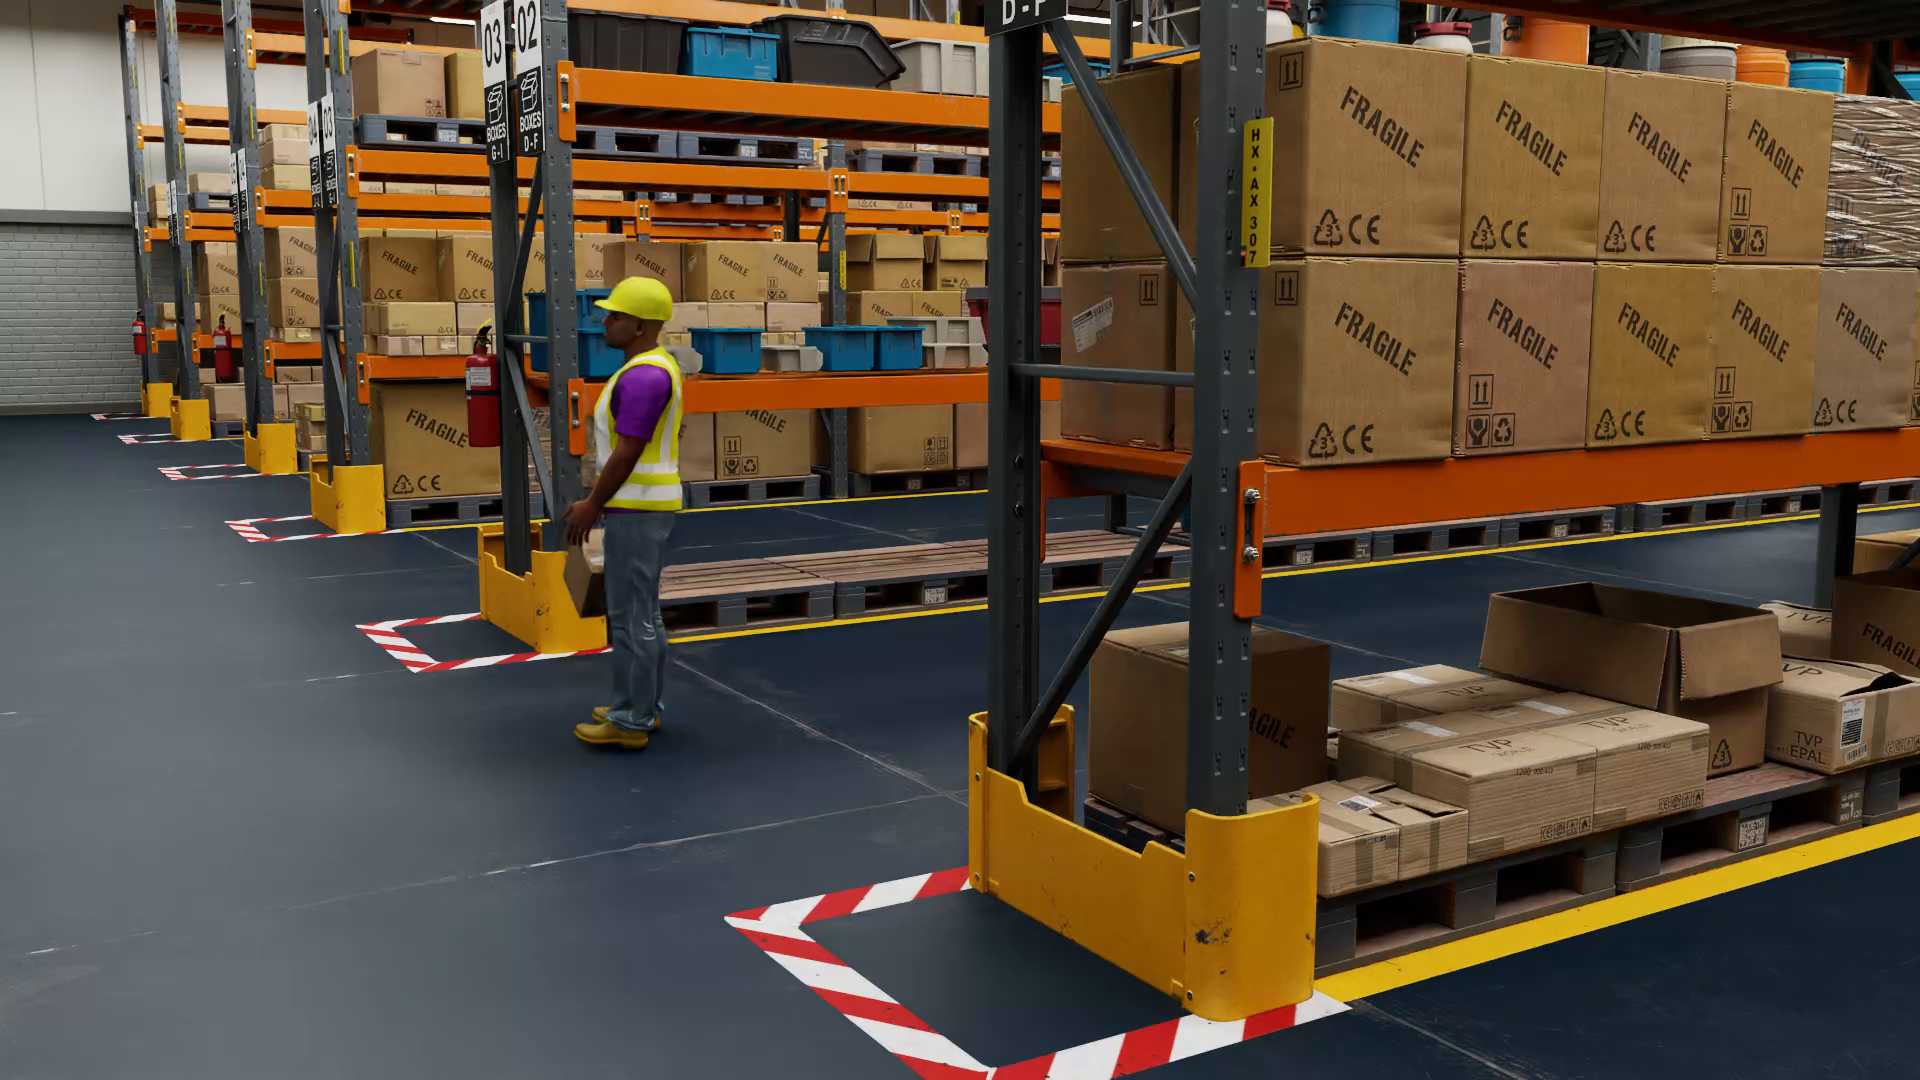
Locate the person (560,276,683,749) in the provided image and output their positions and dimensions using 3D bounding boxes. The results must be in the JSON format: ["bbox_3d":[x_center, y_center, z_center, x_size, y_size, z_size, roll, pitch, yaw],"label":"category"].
[{"bbox_3d":[4.686,-0.796,11.196,13.367,1.776,9.033,-1,8,-6],"label":"person"}]
